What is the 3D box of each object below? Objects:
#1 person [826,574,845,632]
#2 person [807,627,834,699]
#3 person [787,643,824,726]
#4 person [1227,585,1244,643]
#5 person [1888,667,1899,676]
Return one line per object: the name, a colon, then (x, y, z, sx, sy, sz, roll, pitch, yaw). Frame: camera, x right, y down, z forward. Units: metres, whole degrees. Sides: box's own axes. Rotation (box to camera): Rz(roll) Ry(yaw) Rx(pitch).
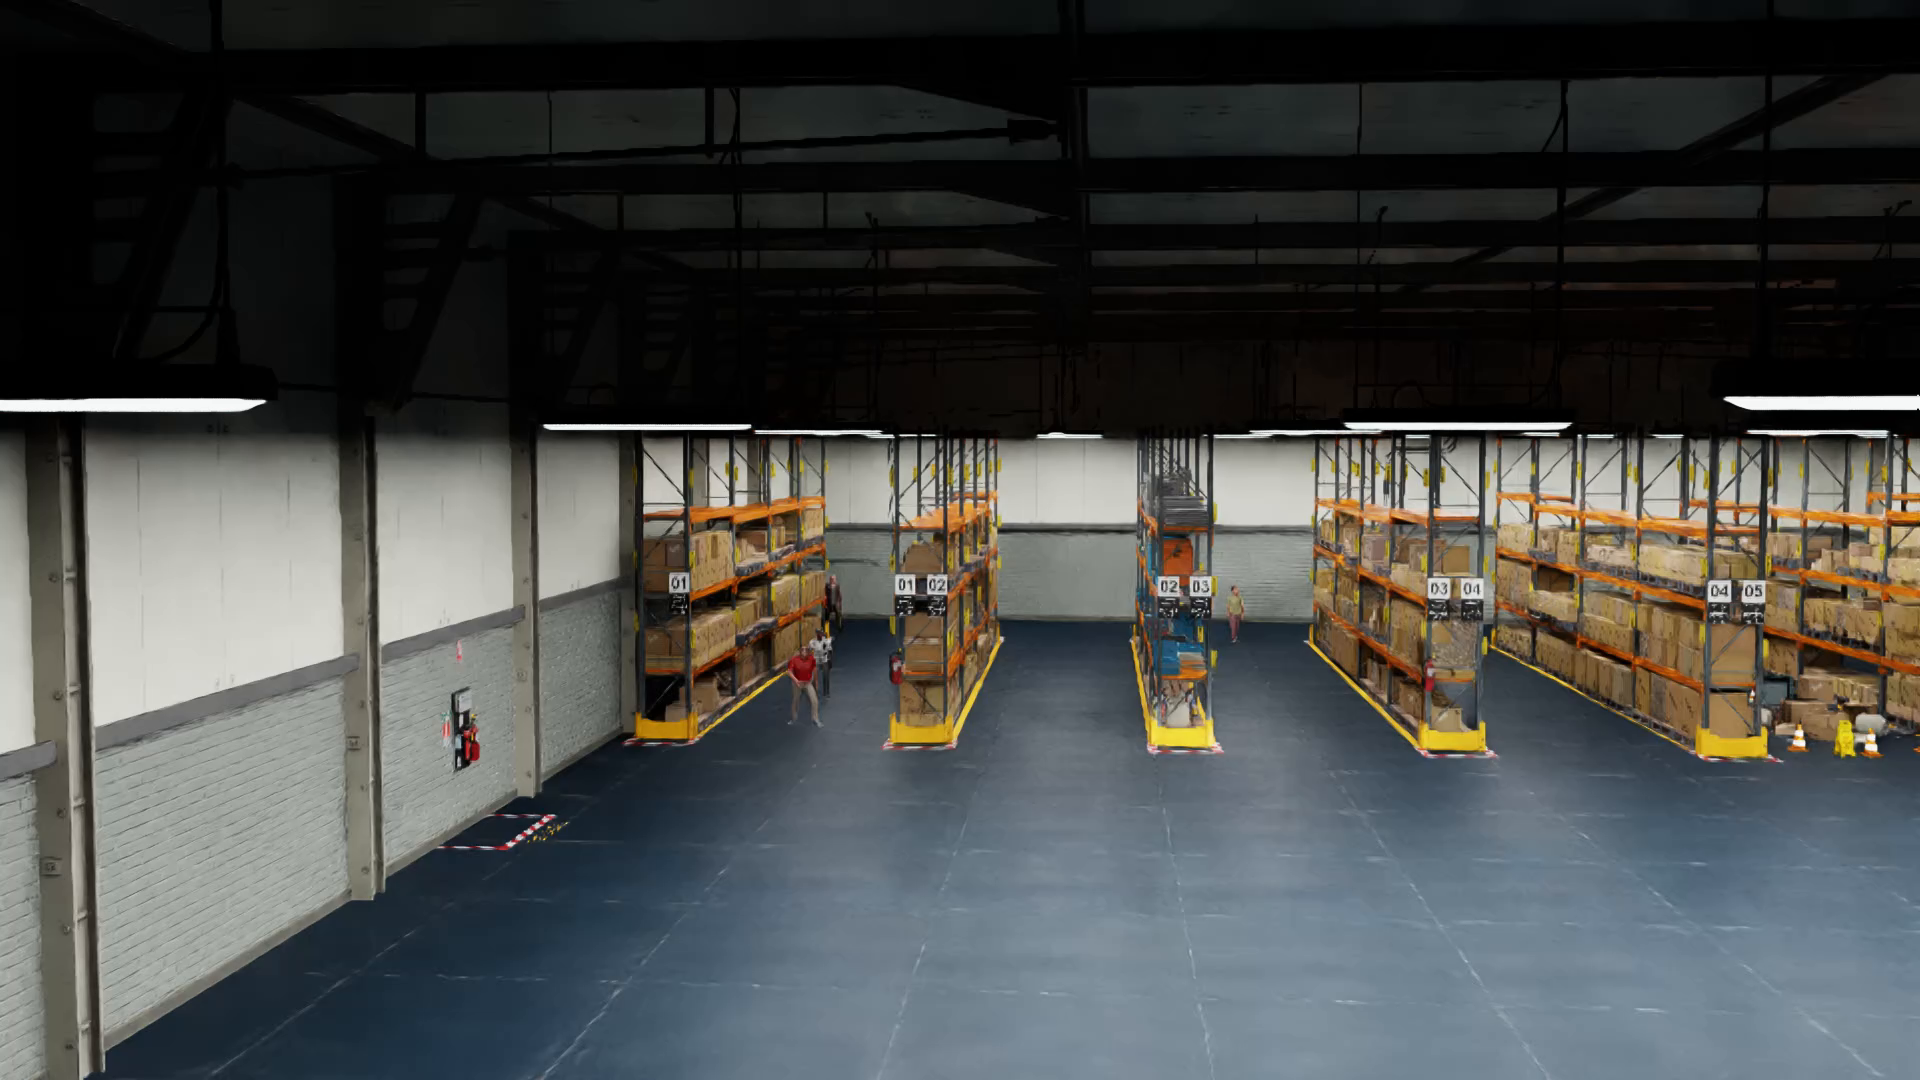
person: (-3.807, 1.879, 49.657, 0.634, 1.735, 1.031, -1, 4, -18)
person: (-3.083, 2.710, 36.735, 0.593, 1.624, 0.522, 0, 3, 3)
person: (-3.125, 2.885, 33.262, 0.702, 1.669, 0.808, -1, 4, -15)
person: (7.818, 2.082, 47.117, 0.456, 1.613, 1.019, 0, 3, 4)
person: (21.473, 2.523, 38.301, 0.580, 1.763, 0.673, 2, 4, 36)
